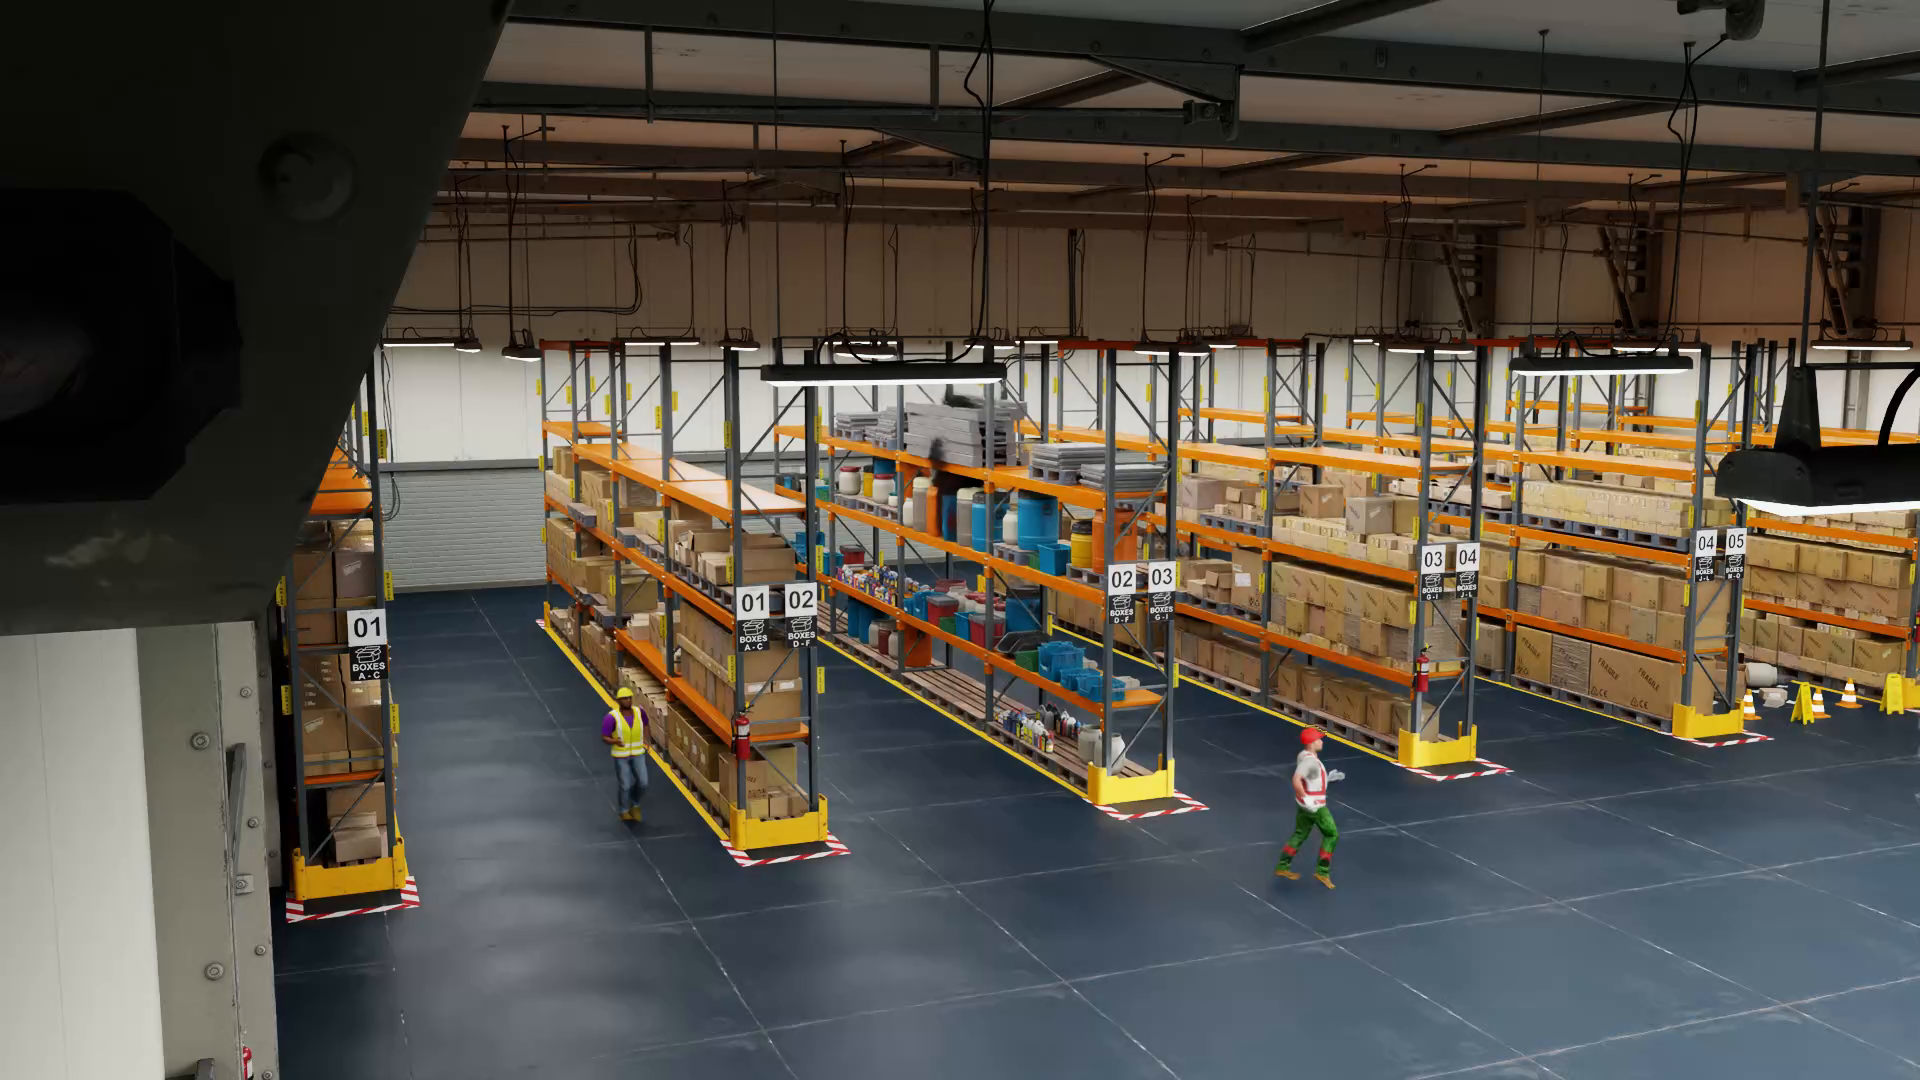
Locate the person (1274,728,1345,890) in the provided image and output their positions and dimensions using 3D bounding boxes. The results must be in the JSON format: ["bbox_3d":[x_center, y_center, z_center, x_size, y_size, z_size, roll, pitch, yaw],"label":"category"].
[{"bbox_3d":[3.953,3.021,18.707,0.774,1.846,0.643,0,7,-3],"label":"person"}]

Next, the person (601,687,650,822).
[{"bbox_3d":[-4.175,2.736,21.046,0.680,1.750,0.626,-4,8,-28],"label":"person"}]

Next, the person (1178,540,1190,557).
[{"bbox_3d":[5.712,0.127,41.902,0.475,1.523,0.640,2,8,18],"label":"person"}]
